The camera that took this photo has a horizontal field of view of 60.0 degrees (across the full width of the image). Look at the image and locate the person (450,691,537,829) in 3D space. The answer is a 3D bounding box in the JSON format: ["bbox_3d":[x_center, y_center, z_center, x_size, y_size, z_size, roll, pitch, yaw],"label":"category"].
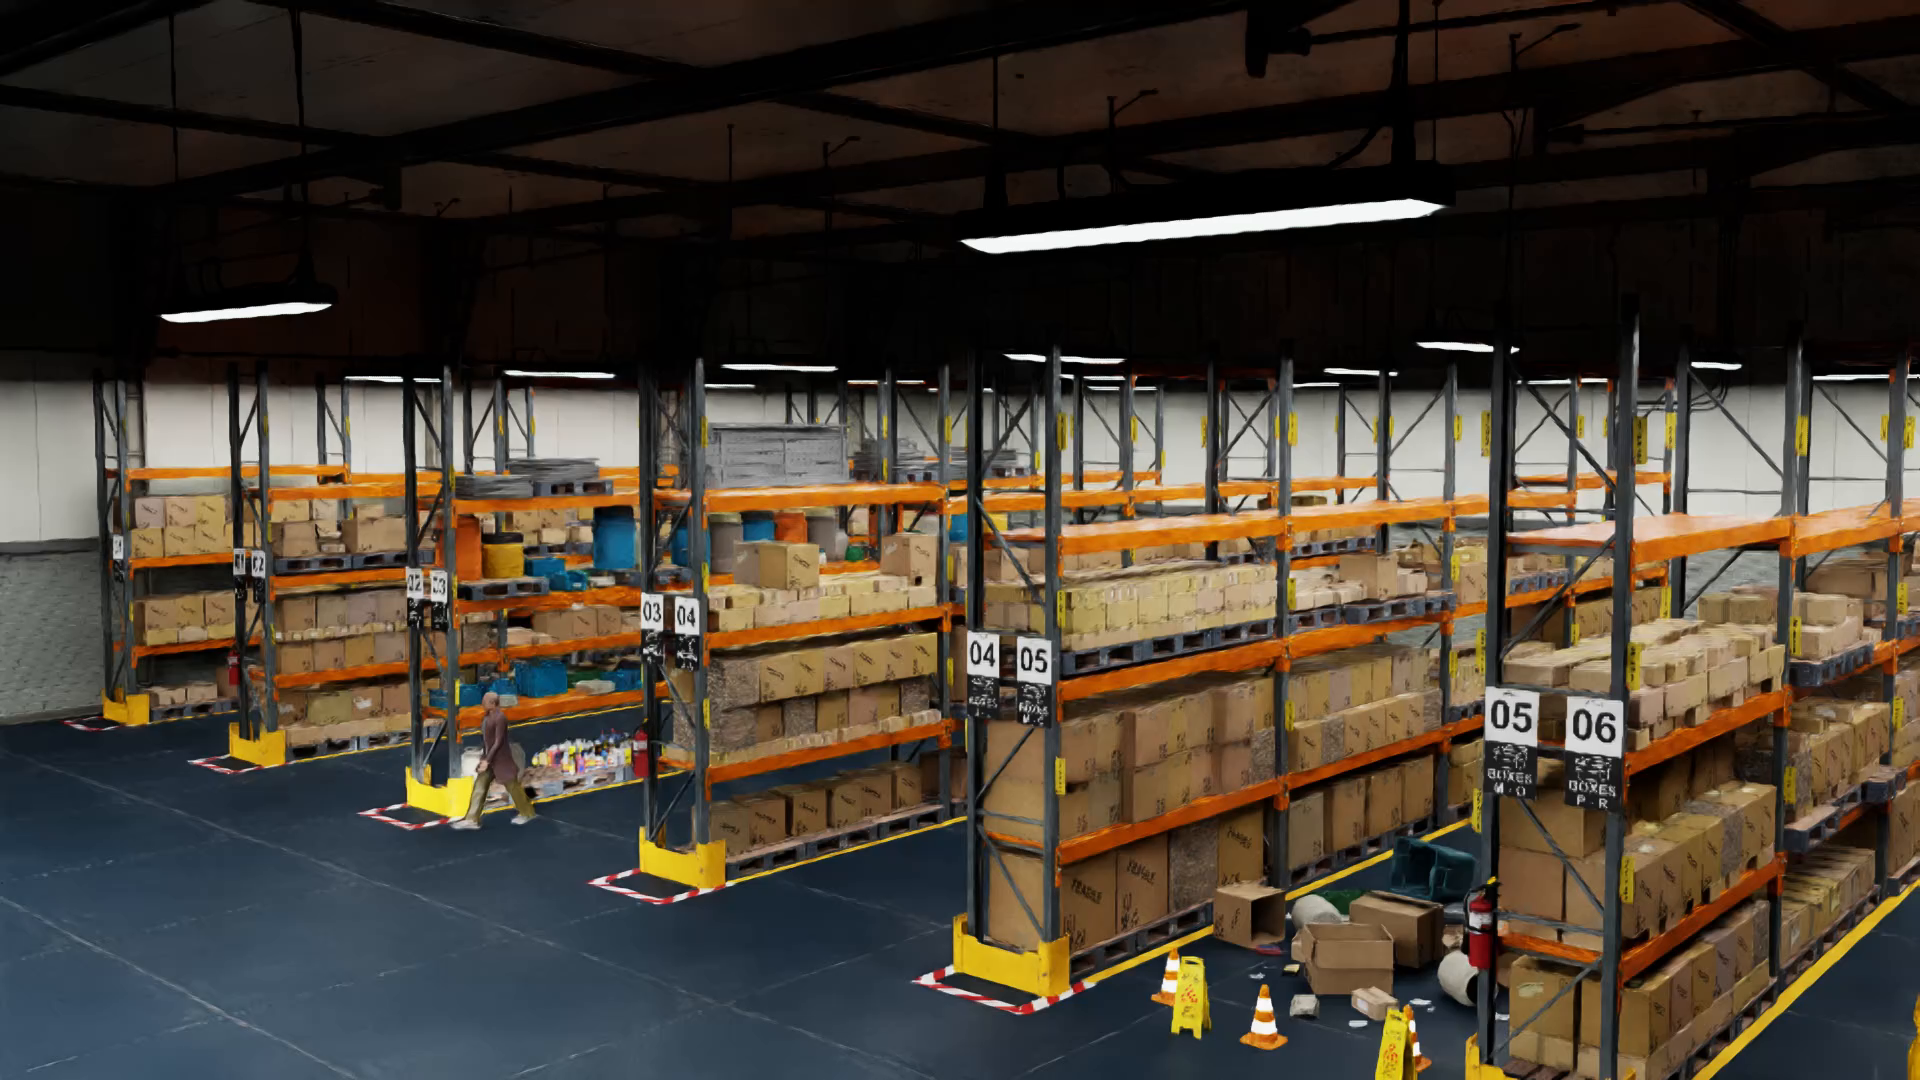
[{"bbox_3d":[-5.846,2.749,20.860,1.089,1.725,0.551,-4,6,-43],"label":"person"}]

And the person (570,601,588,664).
[{"bbox_3d":[-7.675,1.836,33.628,0.389,1.676,0.556,1,4,19],"label":"person"}]
